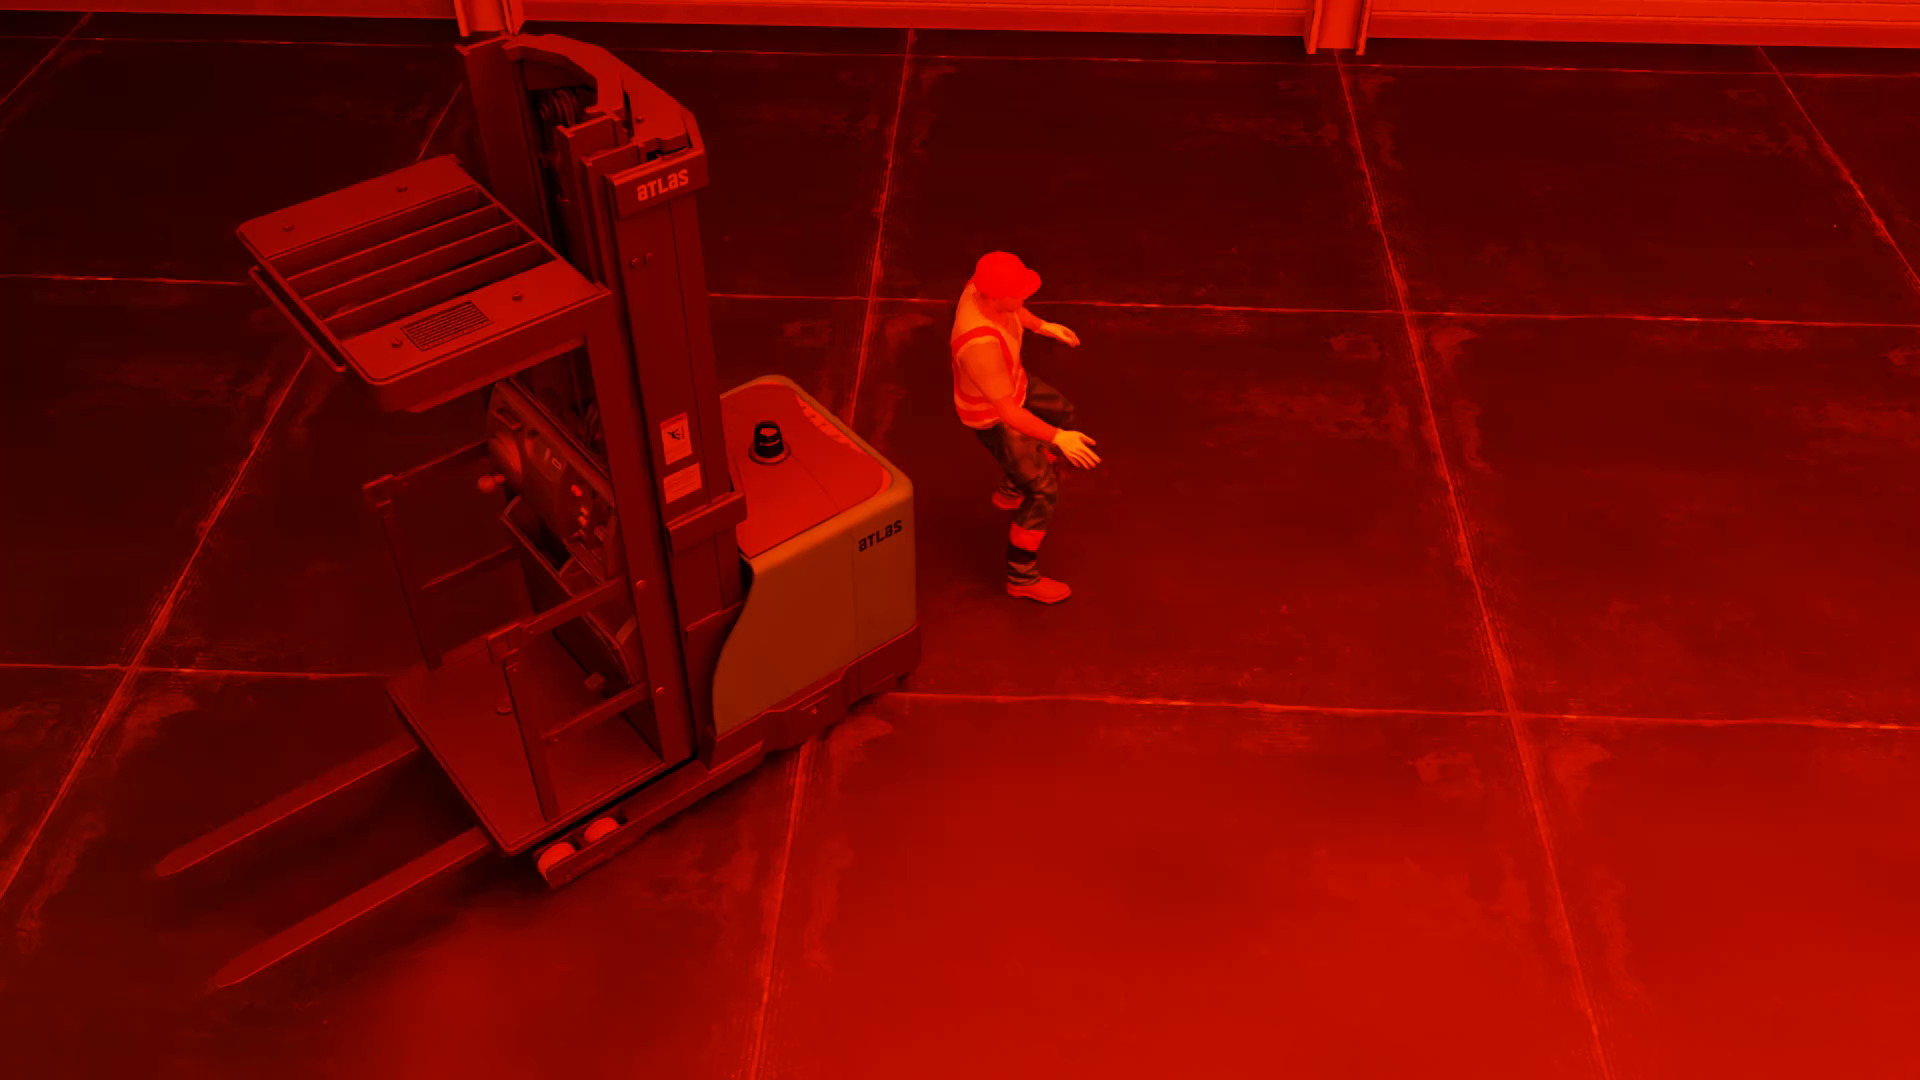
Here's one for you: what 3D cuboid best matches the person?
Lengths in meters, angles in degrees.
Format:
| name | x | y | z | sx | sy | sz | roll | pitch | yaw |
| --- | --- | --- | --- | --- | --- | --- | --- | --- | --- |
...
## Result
| name | x | y | z | sx | sy | sz | roll | pitch | yaw |
| --- | --- | --- | --- | --- | --- | --- | --- | --- | --- |
| person | 0.309 | -0.602 | 7.374 | 0.691 | 1.627 | 0.874 | 5 | 43 | 6 |

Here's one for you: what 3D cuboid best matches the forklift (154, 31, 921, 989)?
| name | x | y | z | sx | sy | sz | roll | pitch | yaw |
| --- | --- | --- | --- | --- | --- | --- | --- | --- | --- |
| forklift | -1.636 | -0.151 | 5.907 | 3.031 | 2.935 | 1.130 | -28 | 49 | -27 |
